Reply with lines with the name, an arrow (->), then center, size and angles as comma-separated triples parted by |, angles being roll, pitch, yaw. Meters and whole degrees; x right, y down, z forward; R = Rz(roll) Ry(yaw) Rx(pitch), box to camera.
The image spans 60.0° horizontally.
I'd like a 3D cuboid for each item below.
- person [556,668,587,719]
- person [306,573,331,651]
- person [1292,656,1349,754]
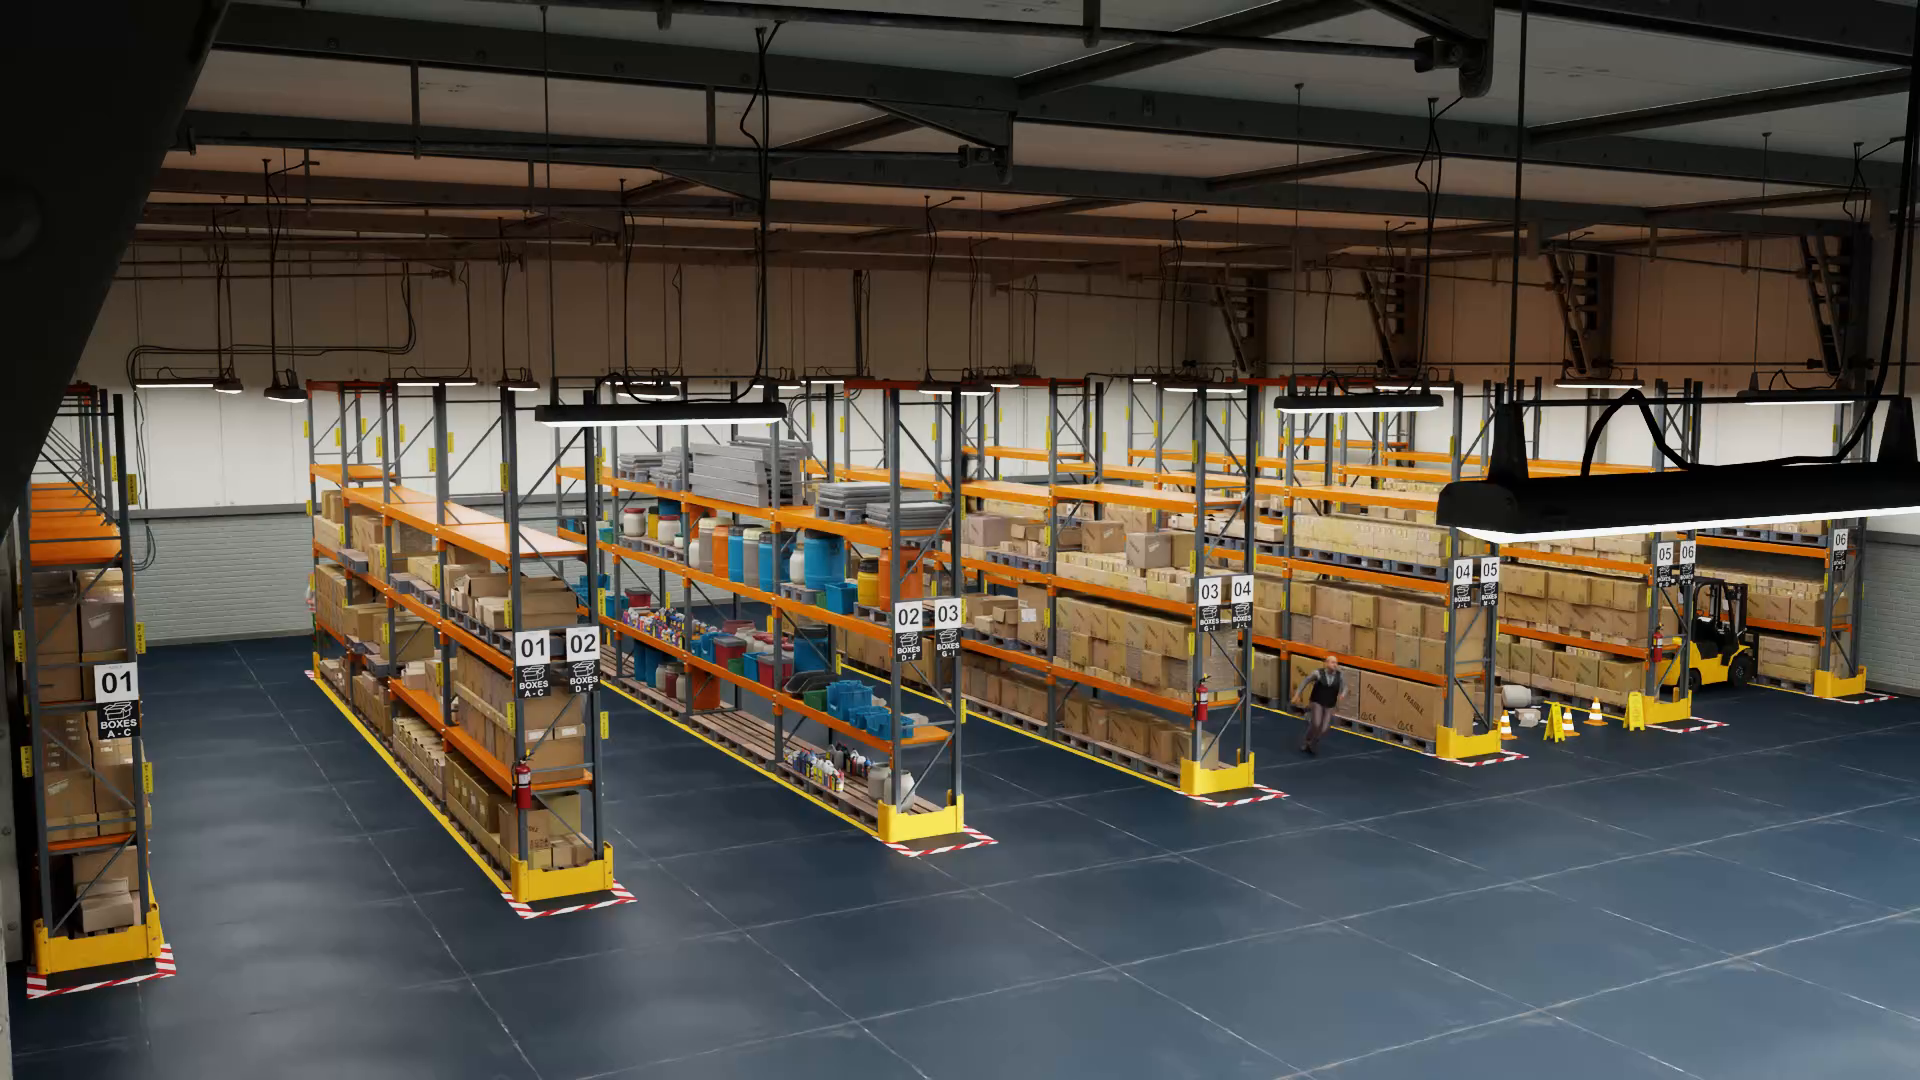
person -> -6.400, 2.555, 27.759 | 0.556, 1.681, 0.703 | -5, 8, -39
person -> -14.065, 1.582, 36.477 | 0.603, 1.784, 0.691 | 2, 7, 21
person -> 5.892, 2.678, 26.895 | 0.839, 1.617, 0.646 | -2, 6, -14
